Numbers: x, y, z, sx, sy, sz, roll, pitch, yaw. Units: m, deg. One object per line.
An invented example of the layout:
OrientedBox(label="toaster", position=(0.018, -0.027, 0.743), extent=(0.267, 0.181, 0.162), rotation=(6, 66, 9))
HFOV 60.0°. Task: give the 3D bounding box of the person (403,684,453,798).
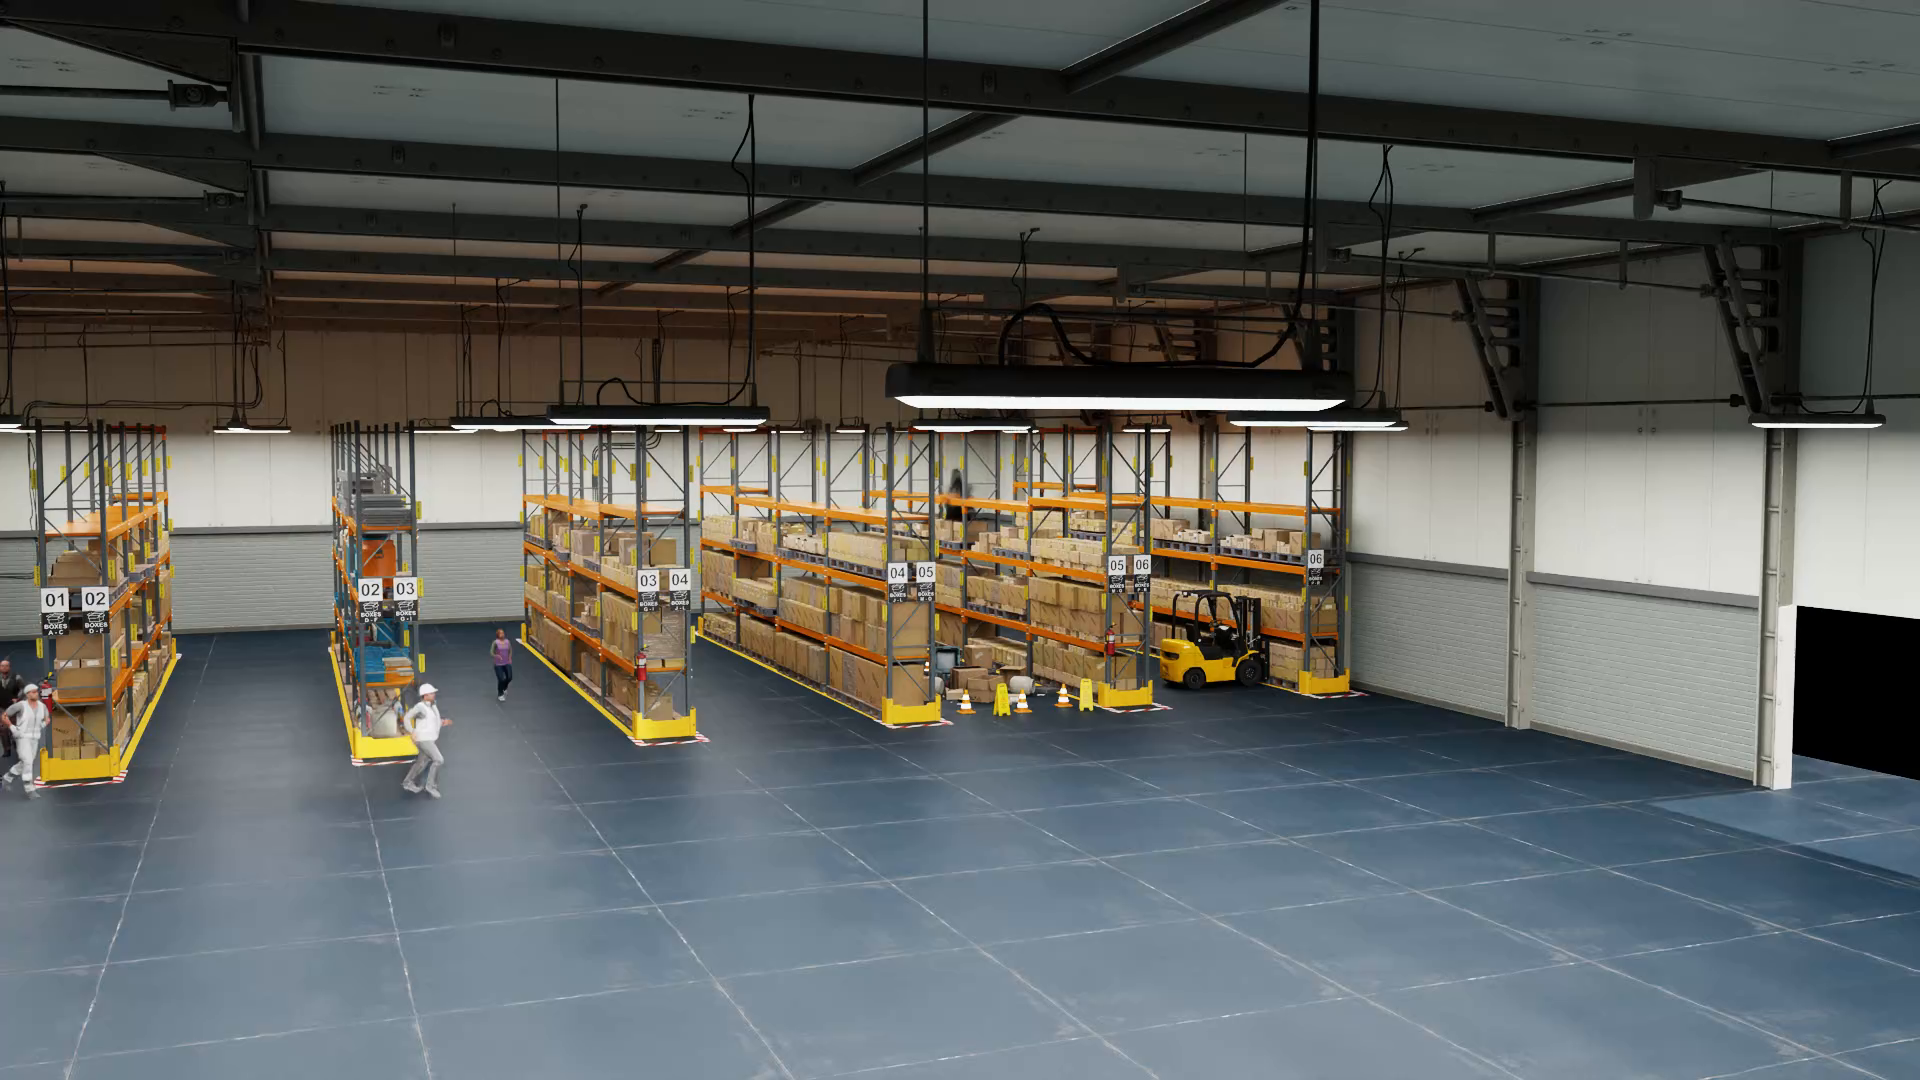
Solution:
OrientedBox(label="person", position=(-8.458, 3.193, 26.379), extent=(0.834, 1.826, 0.621), rotation=(0, 4, 2))

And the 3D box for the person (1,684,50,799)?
OrientedBox(label="person", position=(-14.884, 3.186, 26.573), extent=(0.930, 1.773, 0.693), rotation=(2, 4, 24))

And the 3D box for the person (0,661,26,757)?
OrientedBox(label="person", position=(-17.124, 3.012, 29.859), extent=(0.670, 1.704, 0.655), rotation=(-2, 4, -24))

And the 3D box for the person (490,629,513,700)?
OrientedBox(label="person", position=(-9.858, 2.694, 35.882), extent=(0.525, 1.556, 0.532), rotation=(-2, 4, -34))
